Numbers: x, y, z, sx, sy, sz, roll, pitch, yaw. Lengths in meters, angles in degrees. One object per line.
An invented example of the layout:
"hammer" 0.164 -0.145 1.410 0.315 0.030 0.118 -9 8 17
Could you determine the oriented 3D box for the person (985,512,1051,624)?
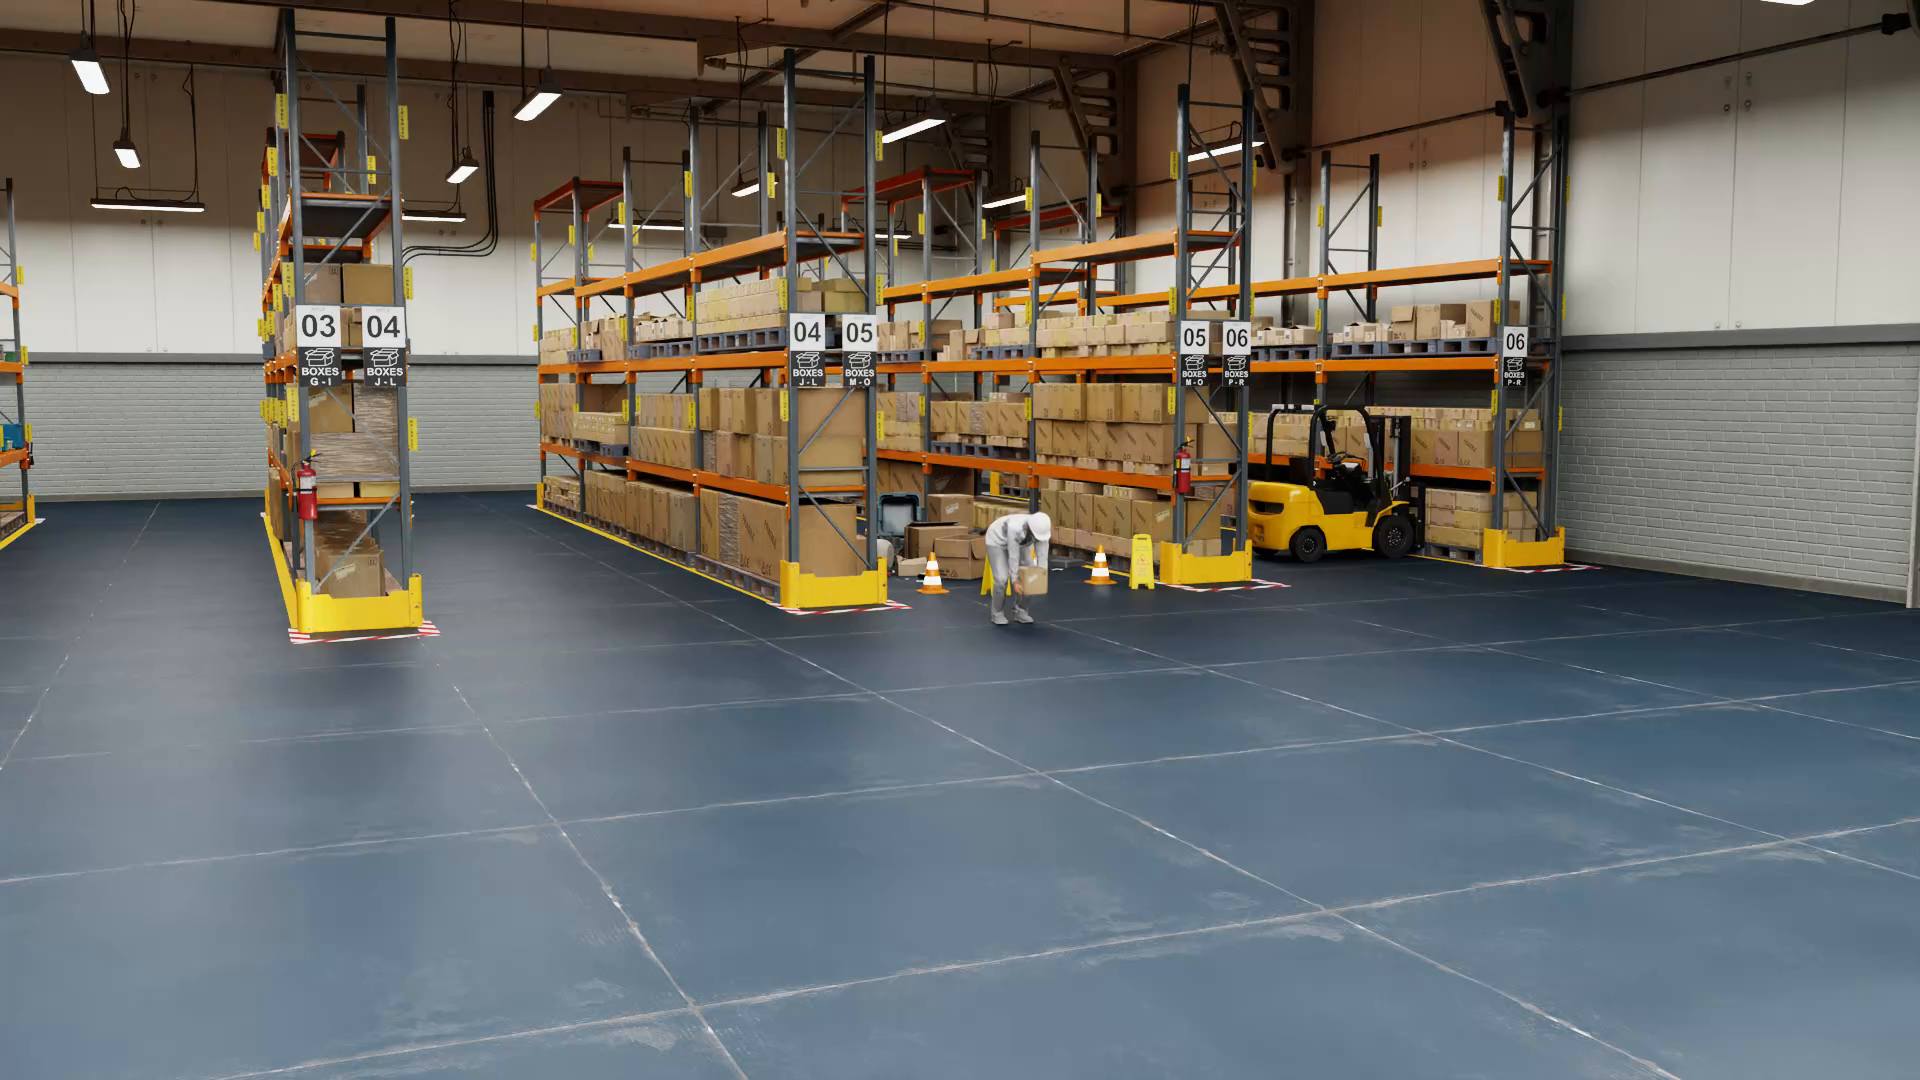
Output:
"person" 0.620 0.280 16.805 0.488 1.179 0.985 -3 6 -26
